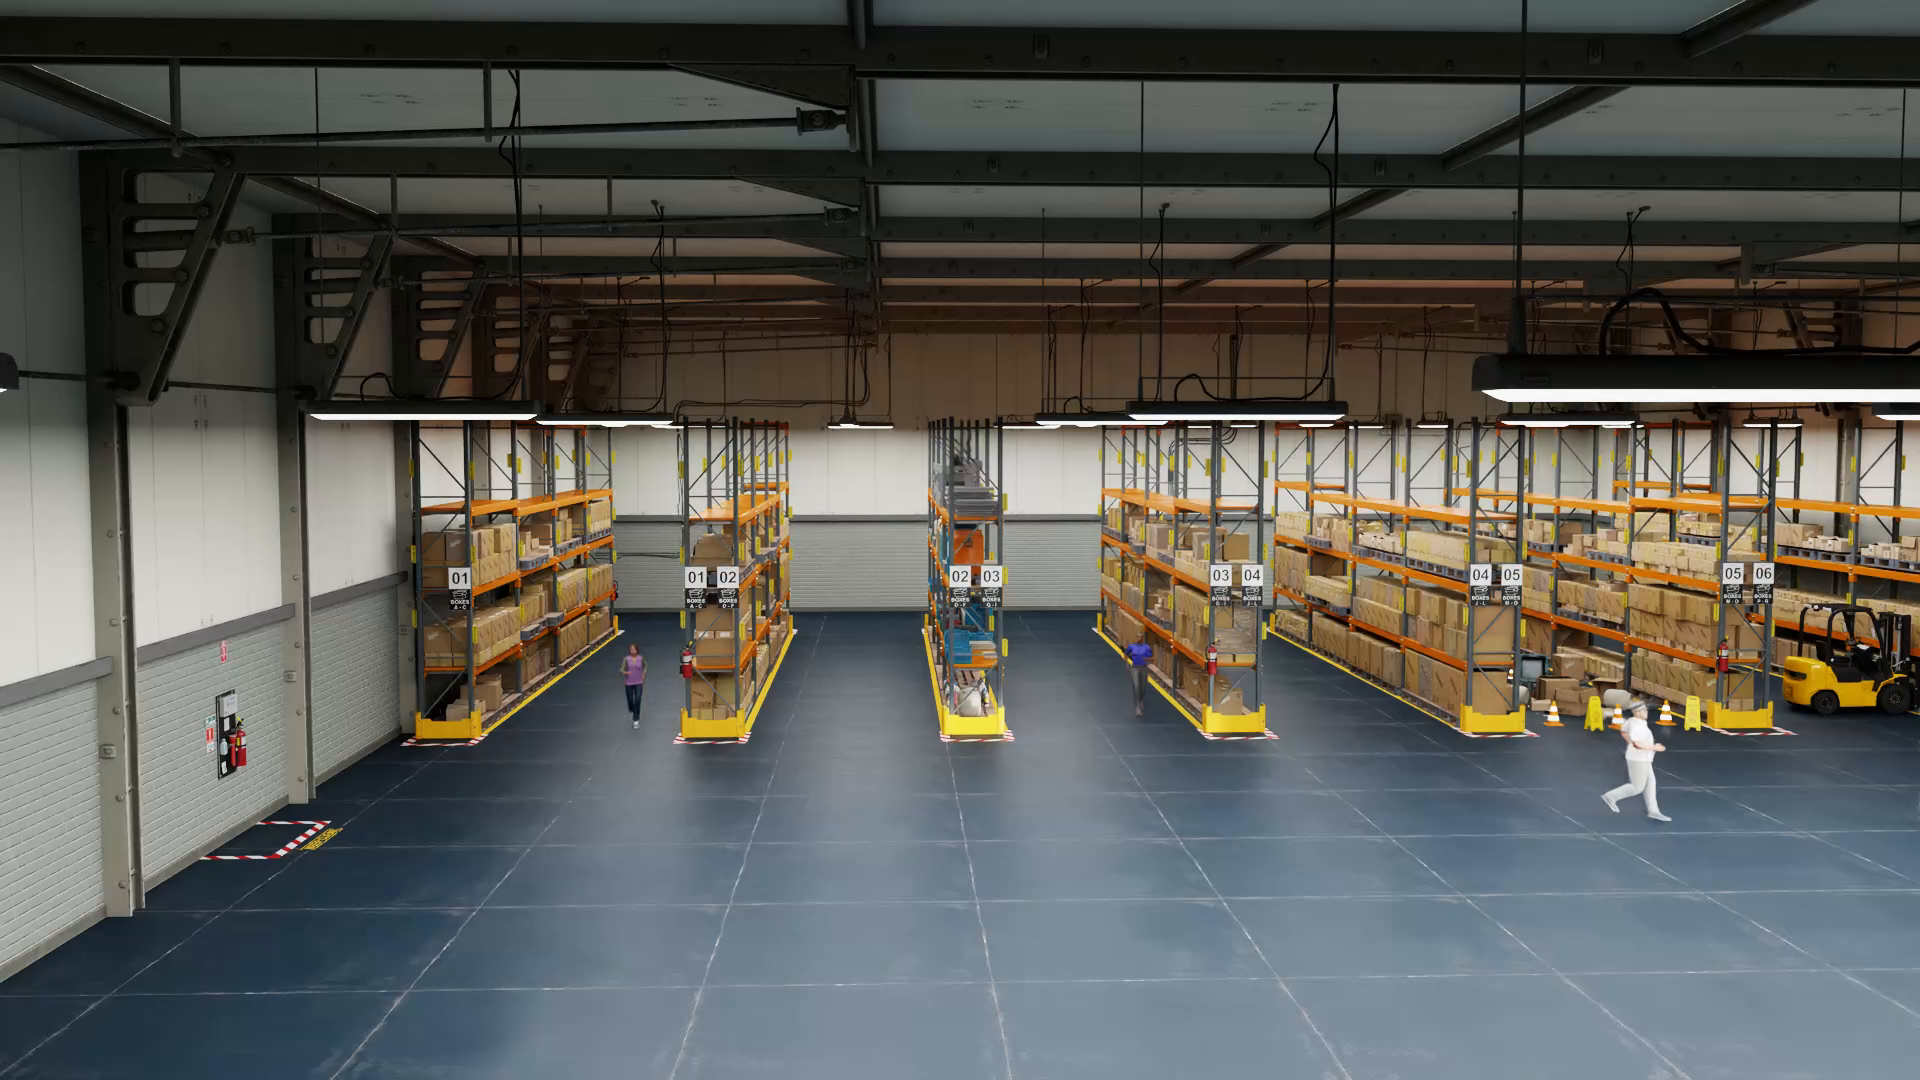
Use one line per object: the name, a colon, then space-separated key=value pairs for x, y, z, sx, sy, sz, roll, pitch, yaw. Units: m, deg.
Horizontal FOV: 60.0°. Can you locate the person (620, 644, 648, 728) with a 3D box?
person: x=-6.313 y=2.799 z=32.204 sx=0.540 sy=1.578 sz=0.872 roll=-1 pitch=4 yaw=-11

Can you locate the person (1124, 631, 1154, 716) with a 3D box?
person: x=3.633 y=2.676 z=33.713 sx=0.576 sy=1.646 sz=0.939 roll=0 pitch=4 yaw=-3

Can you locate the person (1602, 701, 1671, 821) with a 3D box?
person: x=9.967 y=3.236 z=24.459 sx=0.954 sy=1.780 sz=0.664 roll=1 pitch=4 yaw=22
